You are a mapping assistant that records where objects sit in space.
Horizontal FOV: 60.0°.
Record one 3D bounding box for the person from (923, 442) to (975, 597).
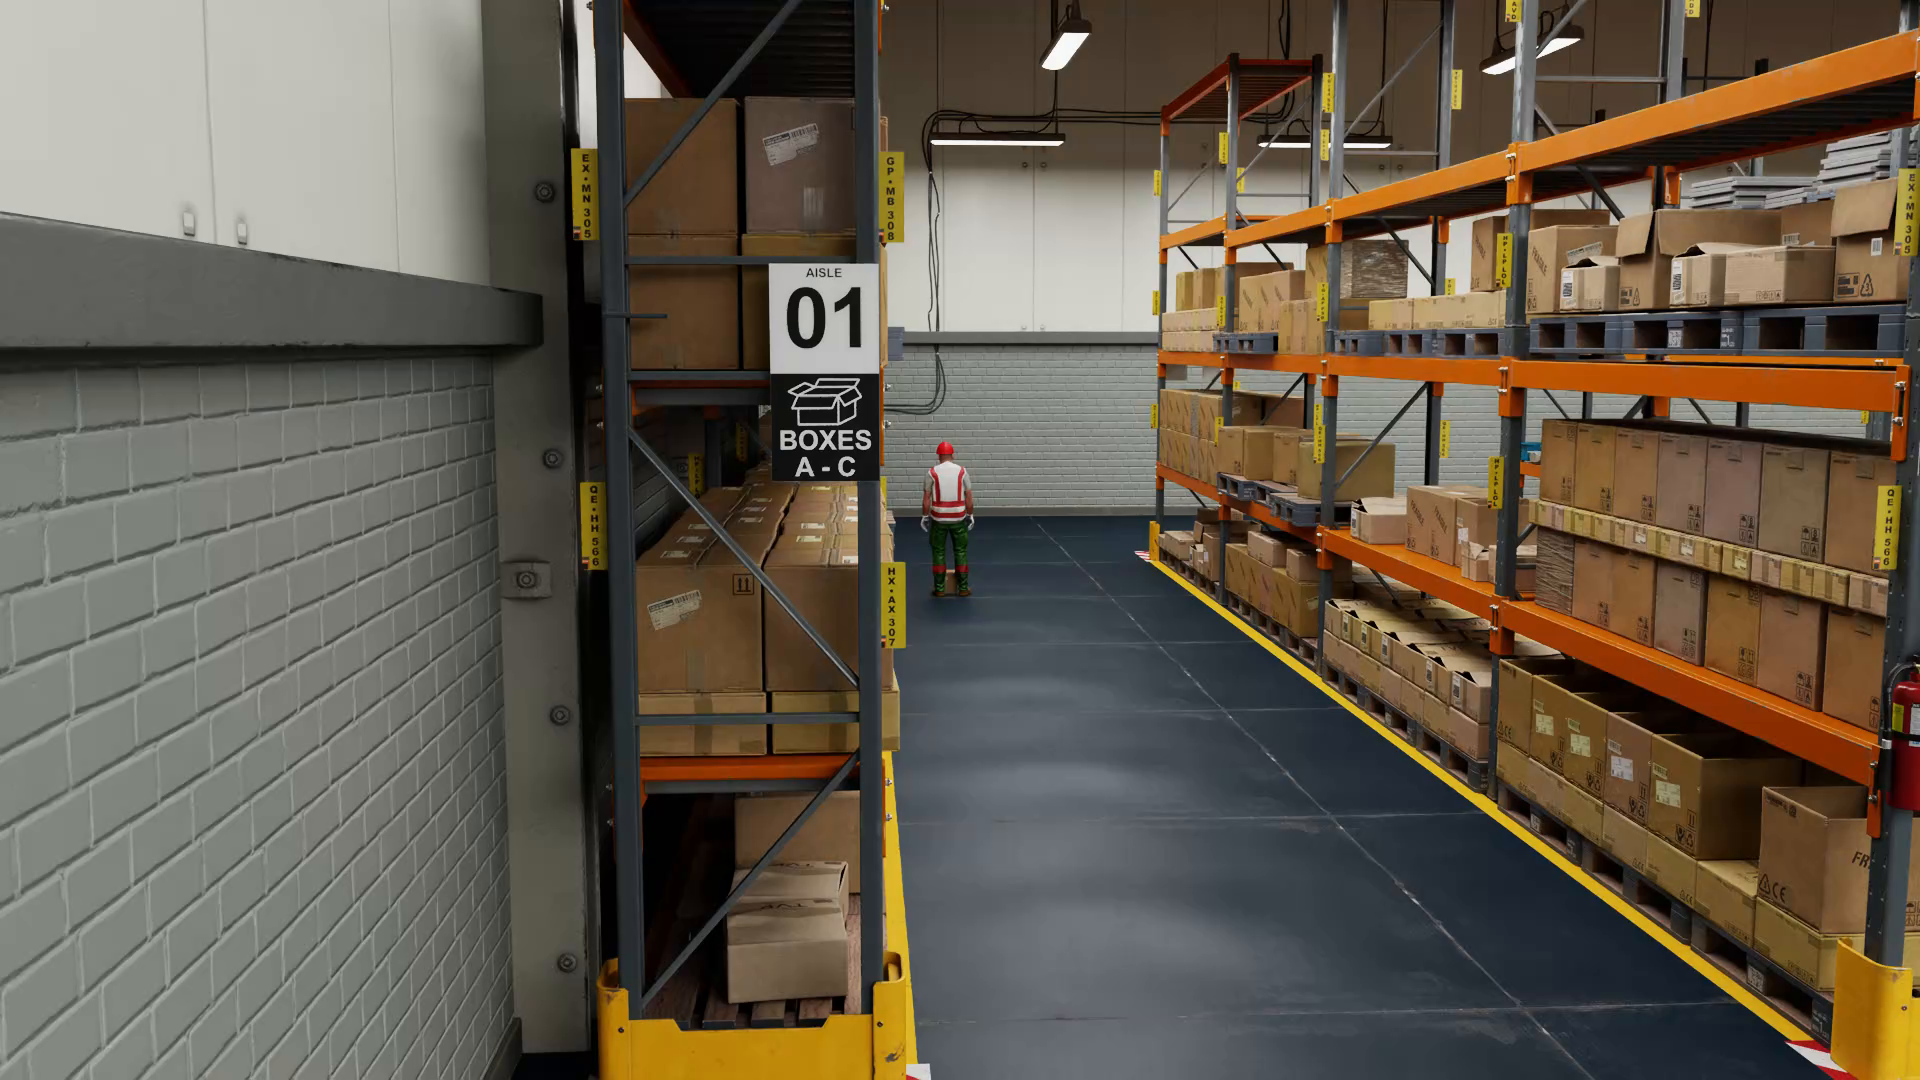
[{"bbox_3d":[-0.129,-0.242,19.214,0.608,1.780,0.448,0,7,-3],"label":"person"}]
